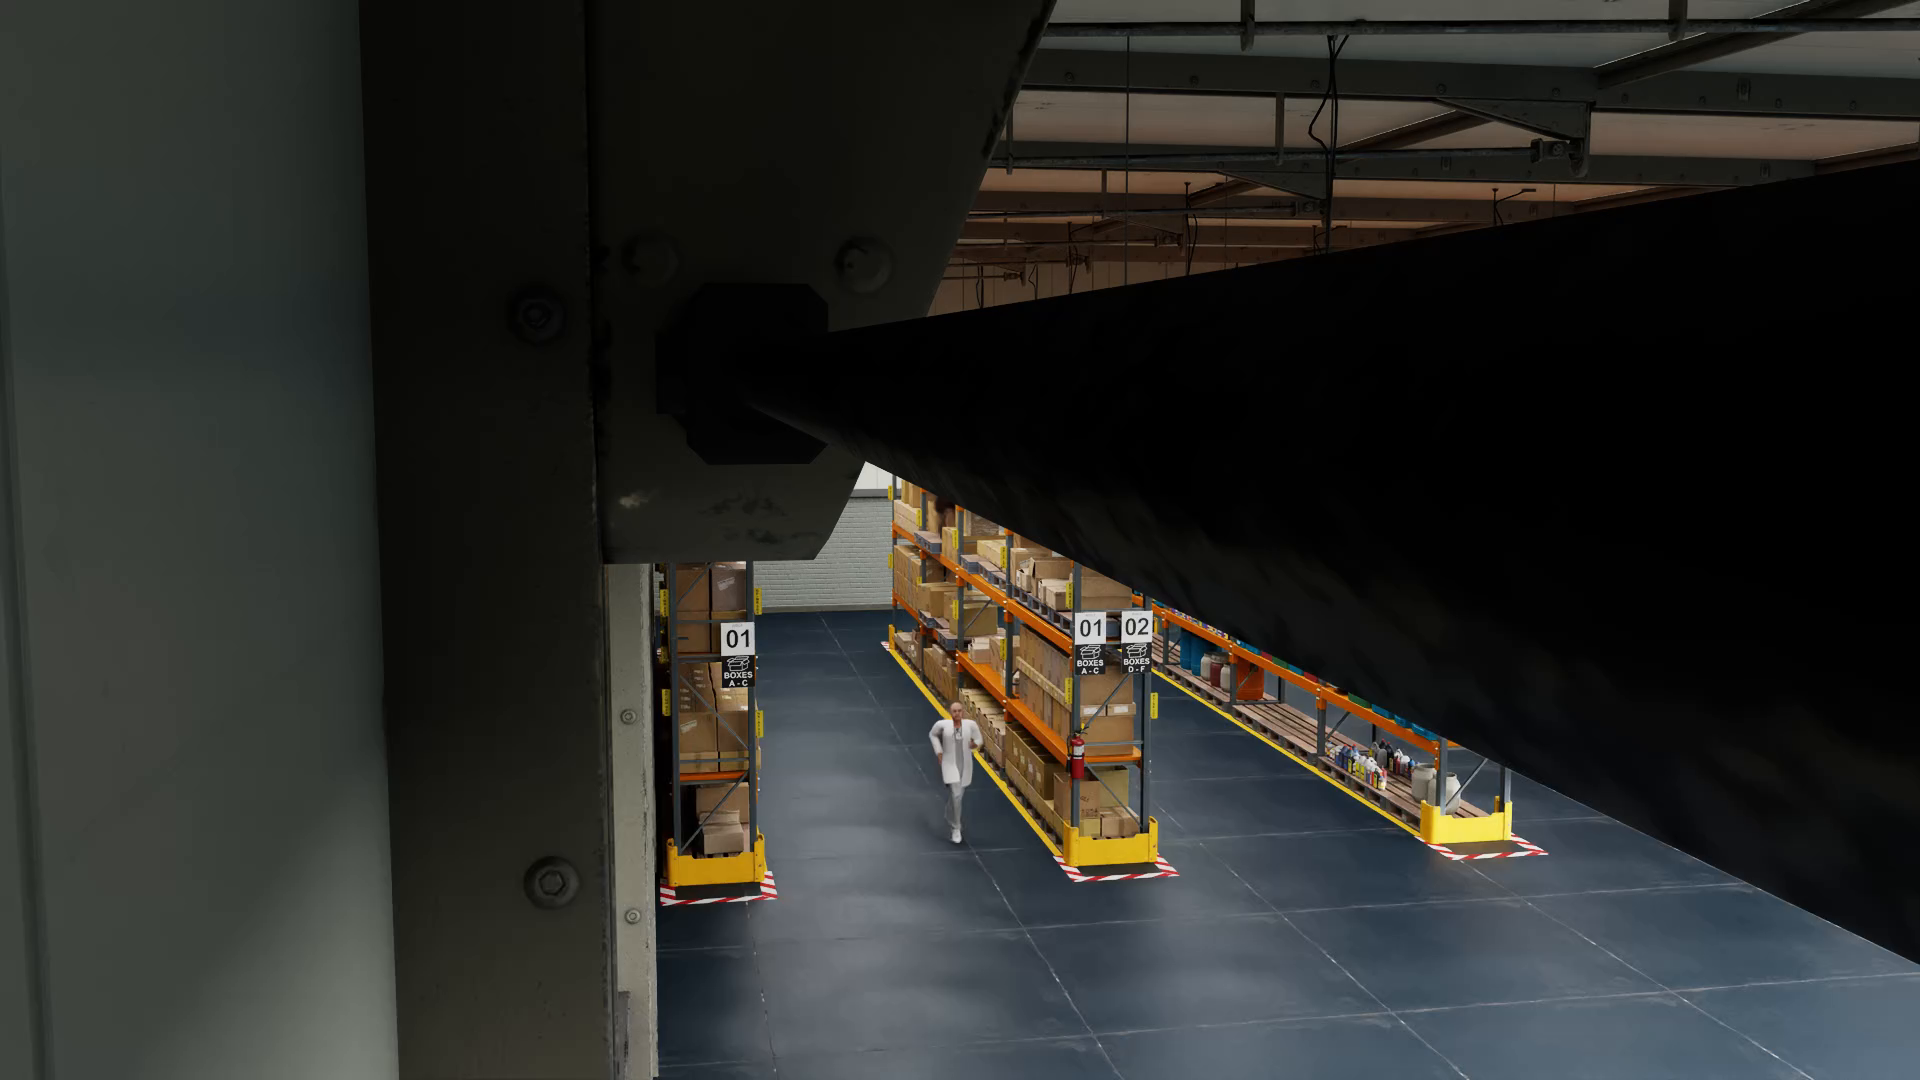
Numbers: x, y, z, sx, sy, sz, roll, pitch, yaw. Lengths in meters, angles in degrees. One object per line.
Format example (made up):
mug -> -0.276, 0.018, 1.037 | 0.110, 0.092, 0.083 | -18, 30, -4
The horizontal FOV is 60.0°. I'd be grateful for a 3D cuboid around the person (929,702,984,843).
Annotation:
person -> -0.029, 3.064, 22.191 | 0.668, 1.854, 0.864 | -2, 6, -17
